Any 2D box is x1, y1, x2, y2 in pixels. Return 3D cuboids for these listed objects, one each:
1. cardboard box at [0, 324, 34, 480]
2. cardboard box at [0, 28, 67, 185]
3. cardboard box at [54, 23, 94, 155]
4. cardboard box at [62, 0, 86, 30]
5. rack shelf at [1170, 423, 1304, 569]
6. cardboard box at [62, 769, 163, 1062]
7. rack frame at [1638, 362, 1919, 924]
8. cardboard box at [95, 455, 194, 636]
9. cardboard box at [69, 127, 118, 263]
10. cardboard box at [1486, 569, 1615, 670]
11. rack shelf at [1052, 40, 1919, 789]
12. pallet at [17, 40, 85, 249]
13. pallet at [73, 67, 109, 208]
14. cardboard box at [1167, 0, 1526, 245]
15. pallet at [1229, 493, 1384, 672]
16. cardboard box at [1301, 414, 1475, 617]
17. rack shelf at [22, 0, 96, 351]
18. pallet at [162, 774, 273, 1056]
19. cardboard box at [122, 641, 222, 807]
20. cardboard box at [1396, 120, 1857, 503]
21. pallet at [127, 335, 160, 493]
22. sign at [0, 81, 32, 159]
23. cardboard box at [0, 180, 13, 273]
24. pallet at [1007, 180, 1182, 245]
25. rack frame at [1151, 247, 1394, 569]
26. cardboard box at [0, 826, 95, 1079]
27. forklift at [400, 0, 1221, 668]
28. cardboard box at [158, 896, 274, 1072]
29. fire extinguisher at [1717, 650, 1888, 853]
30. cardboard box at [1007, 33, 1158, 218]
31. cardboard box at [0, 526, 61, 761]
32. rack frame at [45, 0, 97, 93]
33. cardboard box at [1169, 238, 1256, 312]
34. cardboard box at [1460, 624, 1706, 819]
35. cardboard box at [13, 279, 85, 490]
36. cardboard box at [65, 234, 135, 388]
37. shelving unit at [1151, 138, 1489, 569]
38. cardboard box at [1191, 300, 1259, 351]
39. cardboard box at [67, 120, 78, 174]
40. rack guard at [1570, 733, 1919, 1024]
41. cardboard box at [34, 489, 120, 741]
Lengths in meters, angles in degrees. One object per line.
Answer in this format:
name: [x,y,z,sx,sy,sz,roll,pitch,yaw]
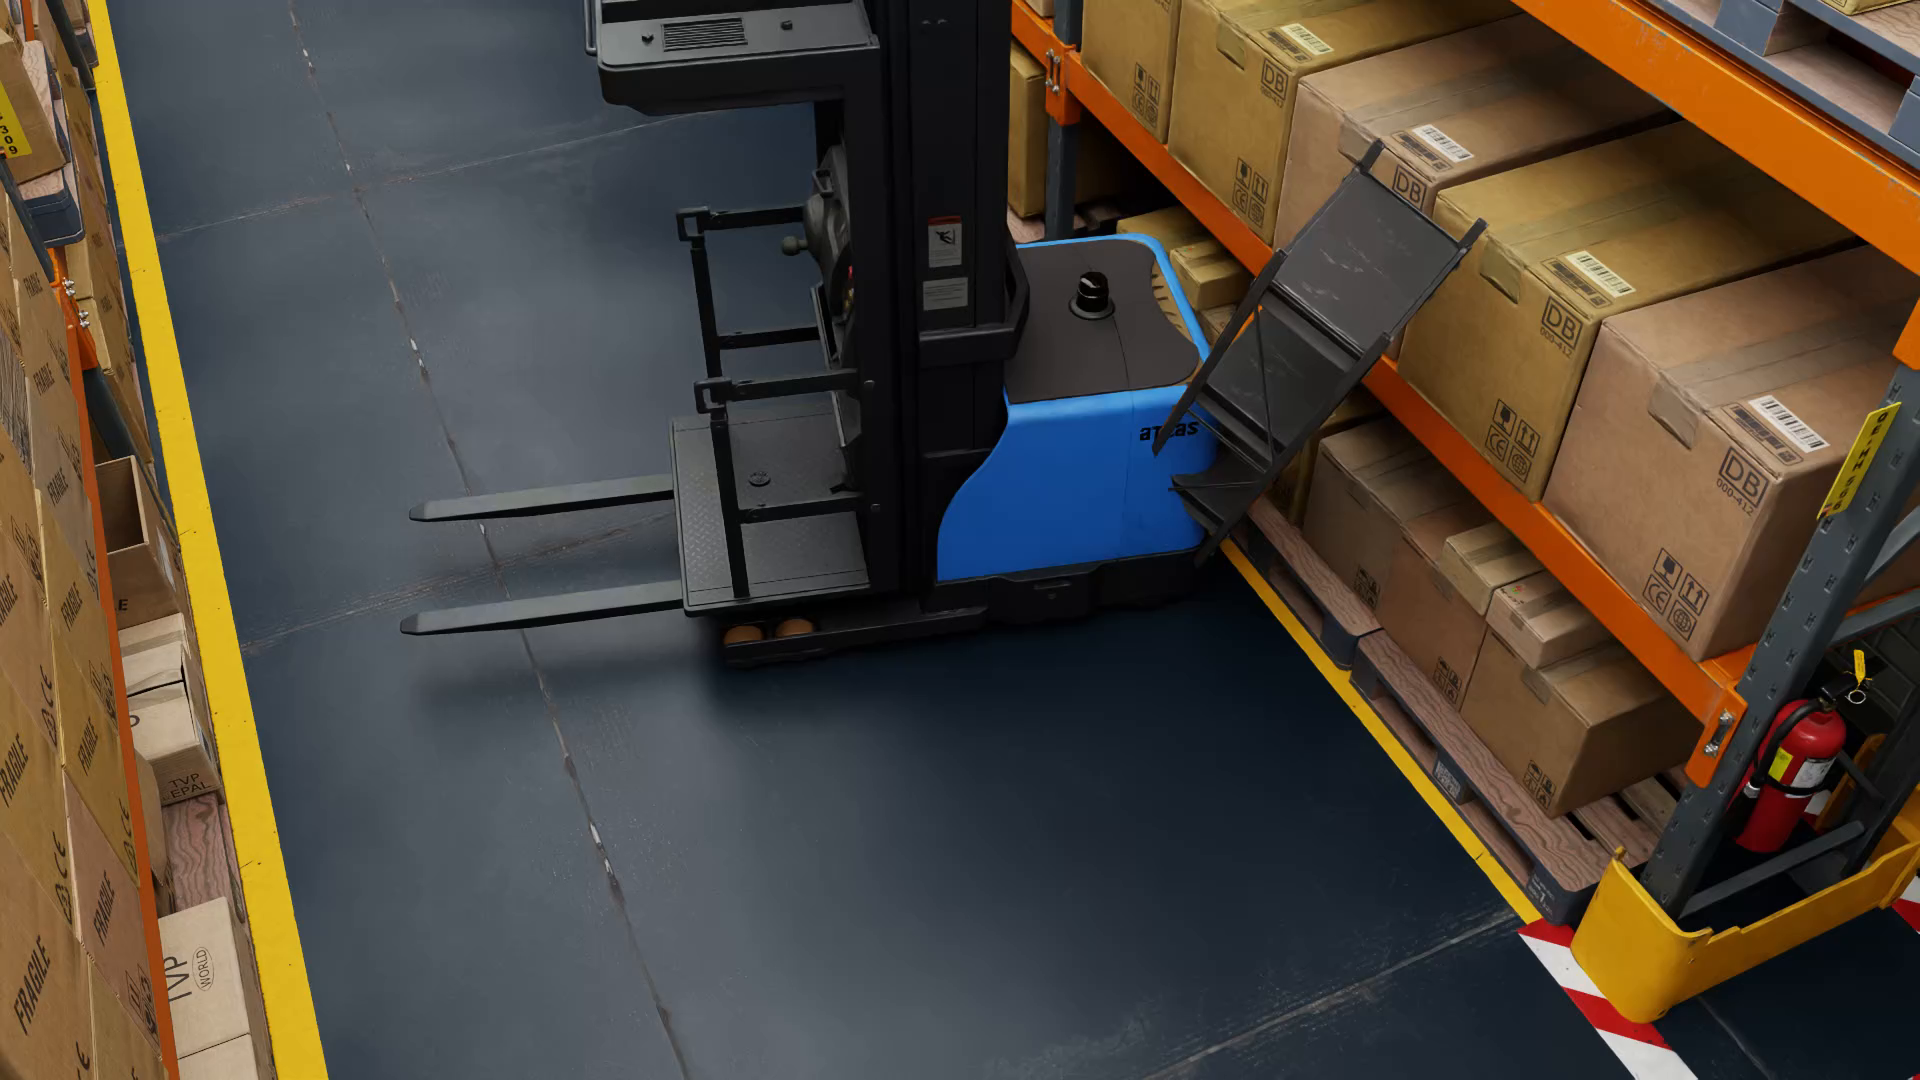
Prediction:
cardboard box: [-2.745,-0.415,4.252,0.500,0.500,0.500,-18,47,-17]
cardboard box: [-3.618,-1.469,5.733,0.700,0.500,0.500,-34,54,-30]
cardboard box: [-4.698,-2.205,8.316,0.500,0.500,0.500,-16,47,-16]
cardboard box: [-5.258,-3.057,9.371,0.500,0.250,0.500,-18,47,-18]
rack shelf: [0.938,-0.261,6.257,0.431,0.518,0.480,40,70,7]
cardboard box: [-2.109,0.909,3.622,0.500,0.500,0.500,-18,48,-18]
rack frame: [2.553,0.167,4.445,1.000,3.000,0.127,-18,47,-17]
cardboard box: [-3.125,0.096,5.983,0.500,0.500,0.500,-18,47,-17]
cardboard box: [-4.254,-1.543,7.645,0.500,0.500,0.500,-20,48,-19]
cardboard box: [1.948,0.232,5.398,0.380,0.149,0.250,-19,48,-18]
rack shelf: [1.712,-0.851,5.989,1.077,0.370,4.000,-18,47,-17]
pallet: [-3.859,-1.389,6.159,1.003,0.211,1.213,-18,47,-17]
pallet: [-5.024,-1.986,8.612,1.003,0.211,1.213,-18,47,-17]
cardboard box: [1.386,-1.671,6.094,0.980,0.700,0.700,-19,48,-18]
pallet: [1.637,-0.103,6.704,1.003,0.211,1.213,-18,47,-17]
cardboard box: [1.745,-0.148,6.245,0.700,0.500,0.500,-19,48,-19]
rack shelf: [-4.463,-1.935,7.087,1.077,0.370,4.000,-18,47,-17]
pallet: [-2.817,1.293,5.290,1.003,0.211,1.213,-18,47,-17]
cardboard box: [-2.810,0.641,5.565,0.500,0.311,0.500,-18,47,-17]
cardboard box: [2.013,-0.722,5.132,0.980,0.700,0.700,-18,48,-18]
pallet: [-3.998,-0.431,7.036,1.003,0.211,1.213,-18,47,-17]
sign: [-3.133,-1.390,5.406,0.100,0.325,0.005,-18,47,-17]
cardboard box: [-3.174,-1.062,4.908,0.500,0.500,0.500,-18,47,-17]
pallet: [0.478,-1.858,8.483,1.003,0.211,1.213,-18,47,-17]
rack frame: [0.879,-0.325,5.507,0.400,2.100,0.015,40,70,7]
cardboard box: [-1.887,0.881,2.939,0.500,0.500,0.500,-17,47,-16]
forklift: [-0.620,-0.965,5.641,3.031,2.935,1.130,-7,45,-7]
cardboard box: [-2.332,1.387,4.853,0.500,0.250,0.500,-18,47,-17]
fire extinguisher: [2.198,0.560,4.367,0.296,0.674,0.183,-18,47,-17]
cardboard box: [0.480,-2.142,8.016,0.750,0.750,0.750,-18,47,-17]
cardboard box: [-2.320,0.229,3.599,0.500,0.500,0.500,-17,47,-17]
rack frame: [-5.304,-3.465,8.126,1.000,3.000,0.127,-18,47,-17]
cardboard box: [1.071,-1.093,6.741,0.380,0.149,0.250,-17,47,-16]
cardboard box: [2.168,0.491,5.597,0.700,0.500,0.500,-18,47,-17]
cardboard box: [-2.961,-0.381,4.929,0.500,0.500,0.500,-17,47,-16]
cardboard box: [-3.839,-0.900,6.993,0.500,0.500,0.500,-17,47,-17]
shelving unit: [1.034,-0.495,5.589,0.431,2.100,0.503,40,70,7]
cardboard box: [1.301,-0.813,6.919,0.700,0.500,0.500,-18,48,-18]
cardboard box: [-4.236,-1.787,7.358,0.500,0.250,0.500,-19,48,-18]
rack guard: [2.563,1.073,5.307,1.175,0.500,0.348,-18,47,-17]
cardboard box: [-2.526,0.270,4.270,0.500,0.500,0.500,-17,47,-17]
